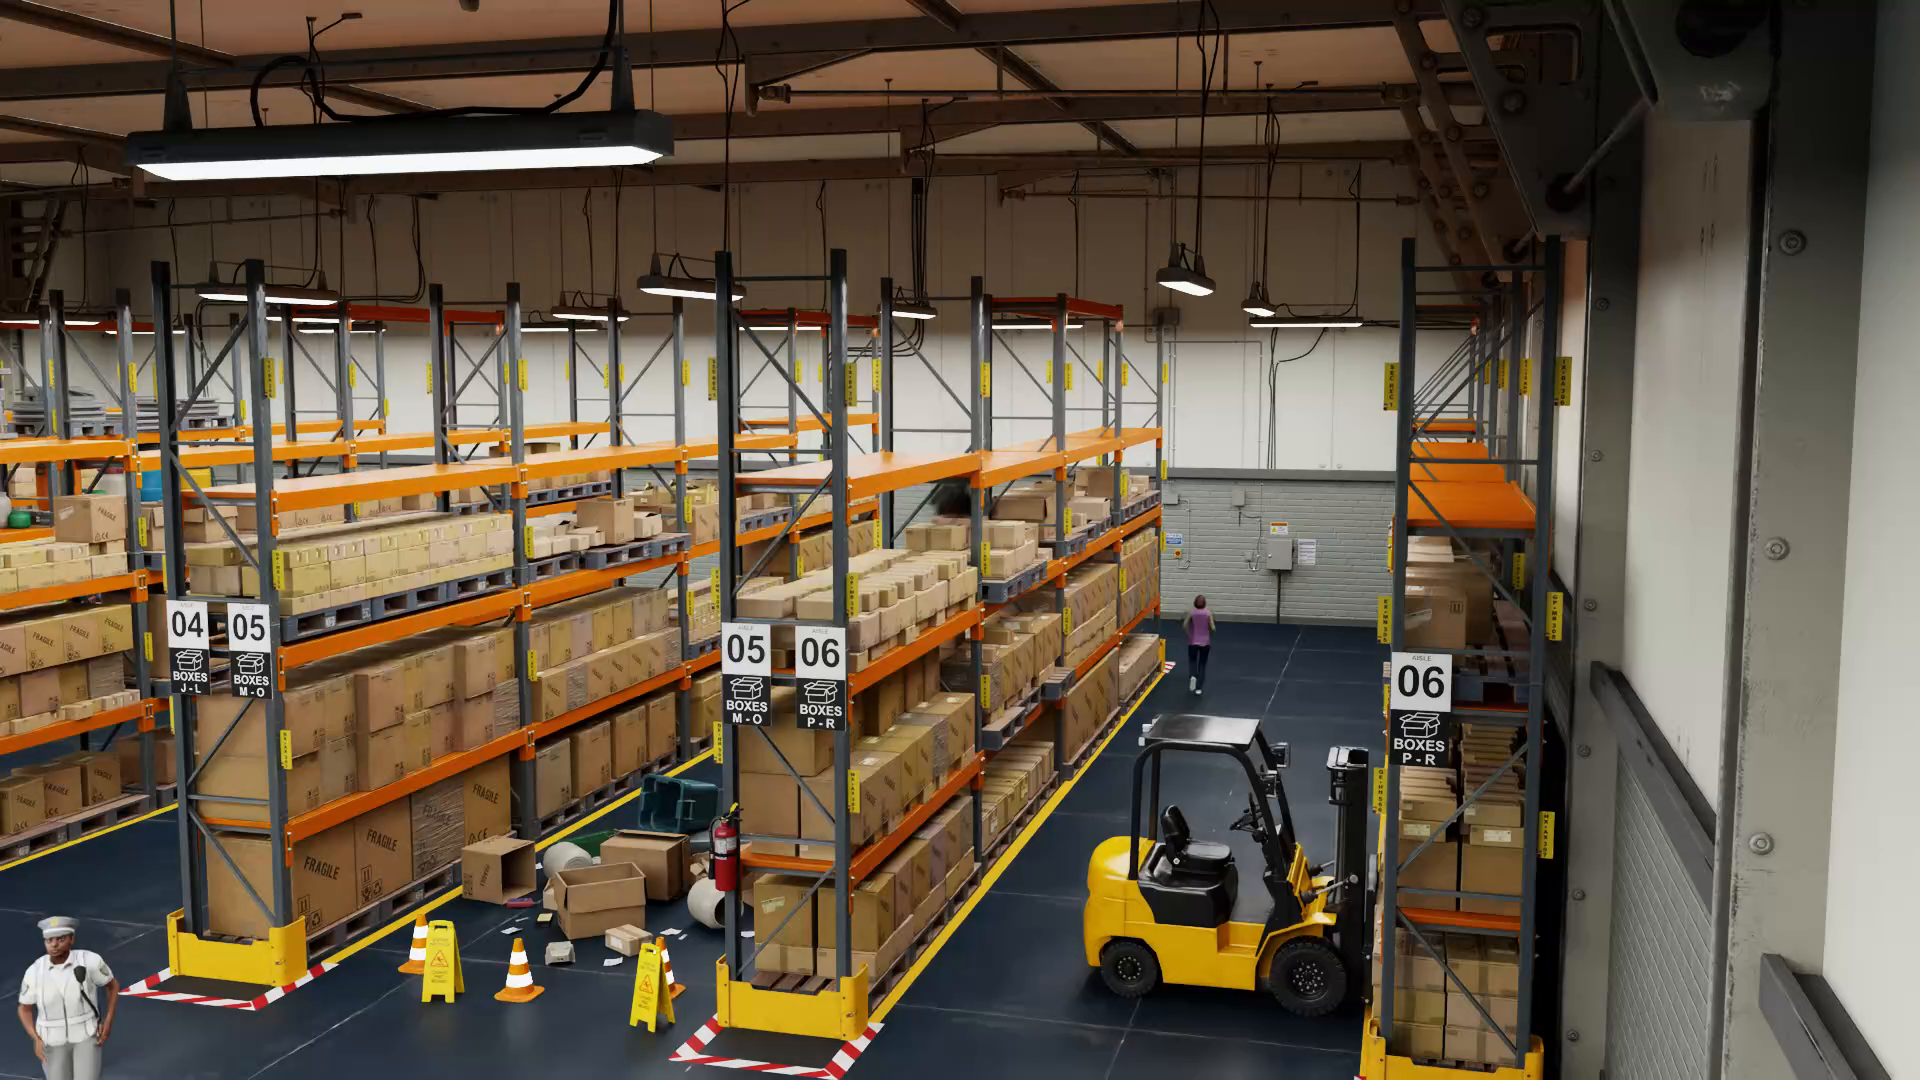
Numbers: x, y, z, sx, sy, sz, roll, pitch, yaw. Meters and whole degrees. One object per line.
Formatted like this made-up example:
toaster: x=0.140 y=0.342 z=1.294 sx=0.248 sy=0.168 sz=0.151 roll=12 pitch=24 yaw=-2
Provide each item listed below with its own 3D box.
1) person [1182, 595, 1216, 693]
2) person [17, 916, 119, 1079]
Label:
person: x=3.753 y=1.623 z=26.142 sx=0.526 sy=1.556 sz=0.536 roll=1 pitch=6 yaw=10
person: x=-5.736 y=3.221 z=10.711 sx=0.581 sy=1.668 sz=0.474 roll=-3 pitch=7 yaw=-24
